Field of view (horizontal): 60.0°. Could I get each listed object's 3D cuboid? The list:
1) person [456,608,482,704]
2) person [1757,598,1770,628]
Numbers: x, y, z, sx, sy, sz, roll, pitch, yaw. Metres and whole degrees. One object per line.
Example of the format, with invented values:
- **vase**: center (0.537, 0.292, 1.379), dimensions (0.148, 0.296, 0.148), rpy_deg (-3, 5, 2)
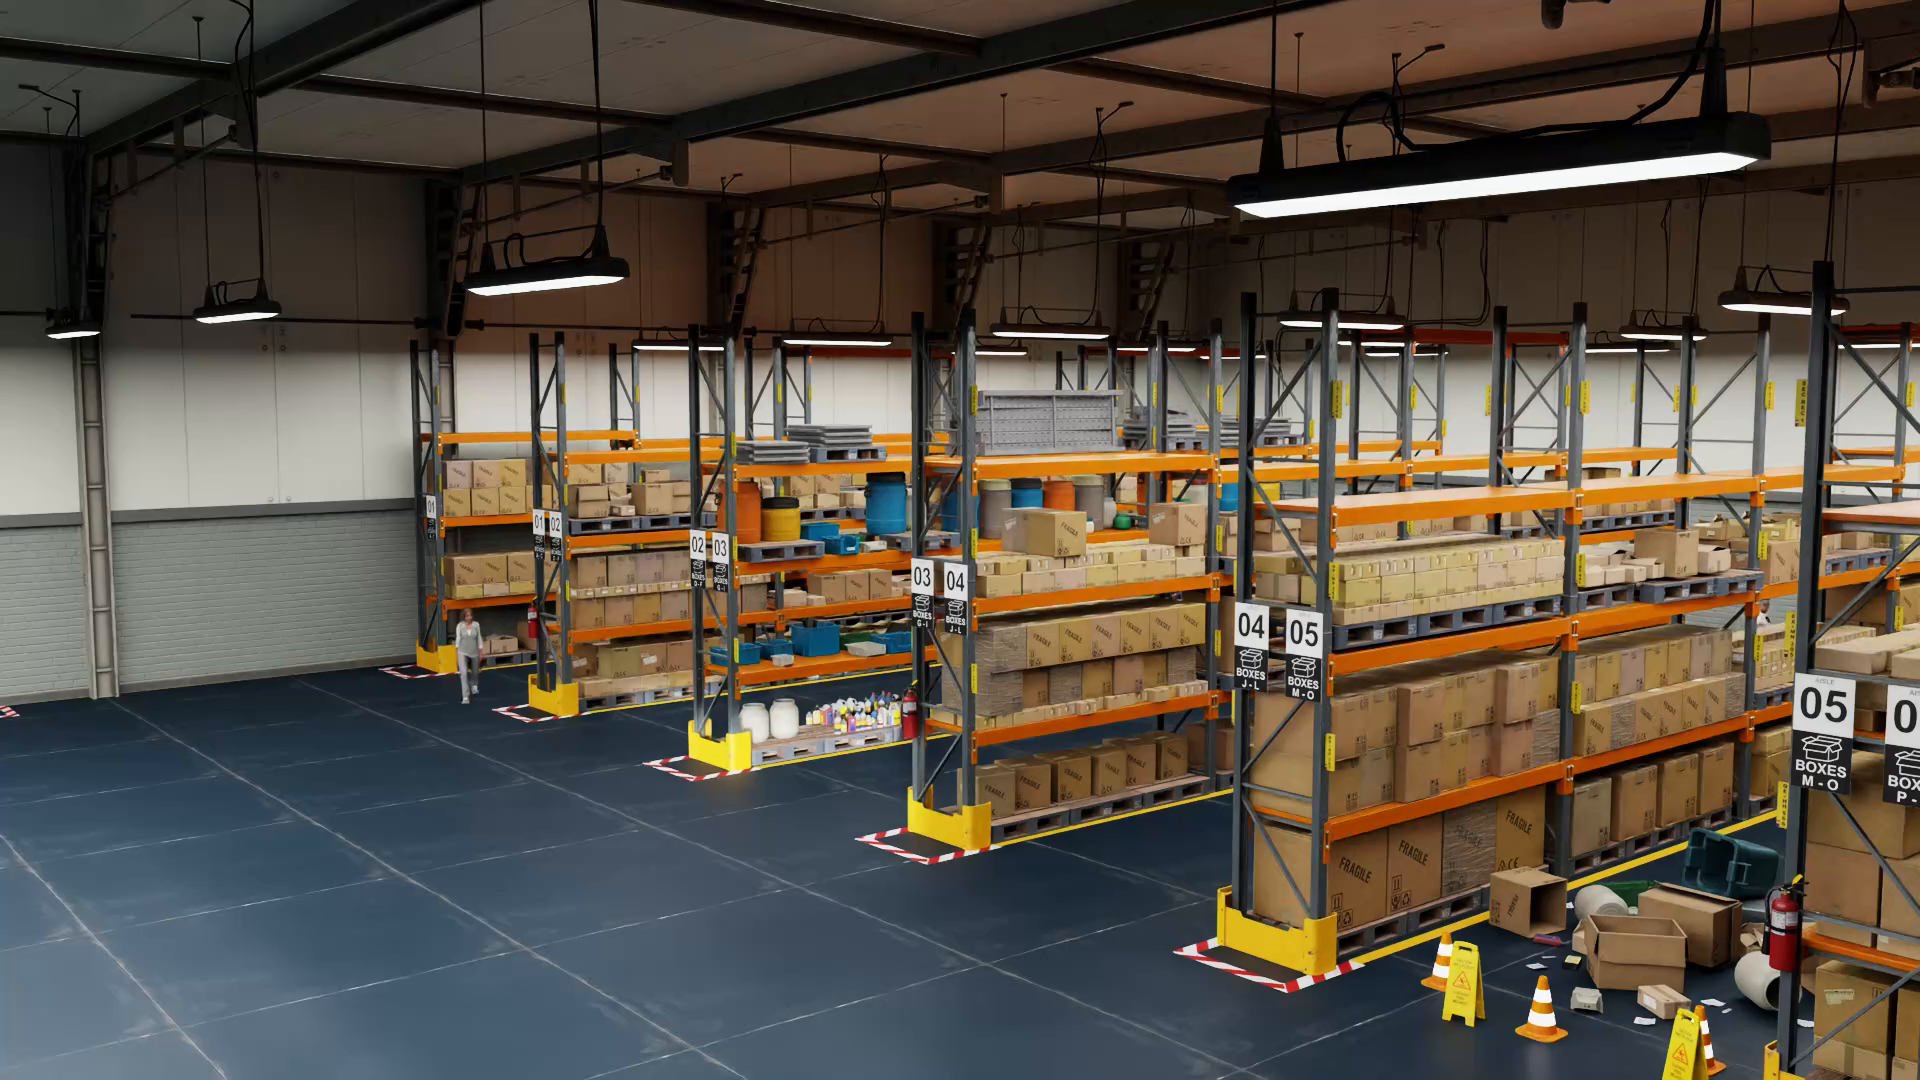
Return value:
- **person**: center (-8.044, 1.864, 27.255), dimensions (0.419, 1.542, 0.948), rpy_deg (-2, 6, -16)
- **person**: center (13.025, 1.805, 27.129), dimensions (0.562, 1.797, 0.583), rpy_deg (3, 6, 33)
